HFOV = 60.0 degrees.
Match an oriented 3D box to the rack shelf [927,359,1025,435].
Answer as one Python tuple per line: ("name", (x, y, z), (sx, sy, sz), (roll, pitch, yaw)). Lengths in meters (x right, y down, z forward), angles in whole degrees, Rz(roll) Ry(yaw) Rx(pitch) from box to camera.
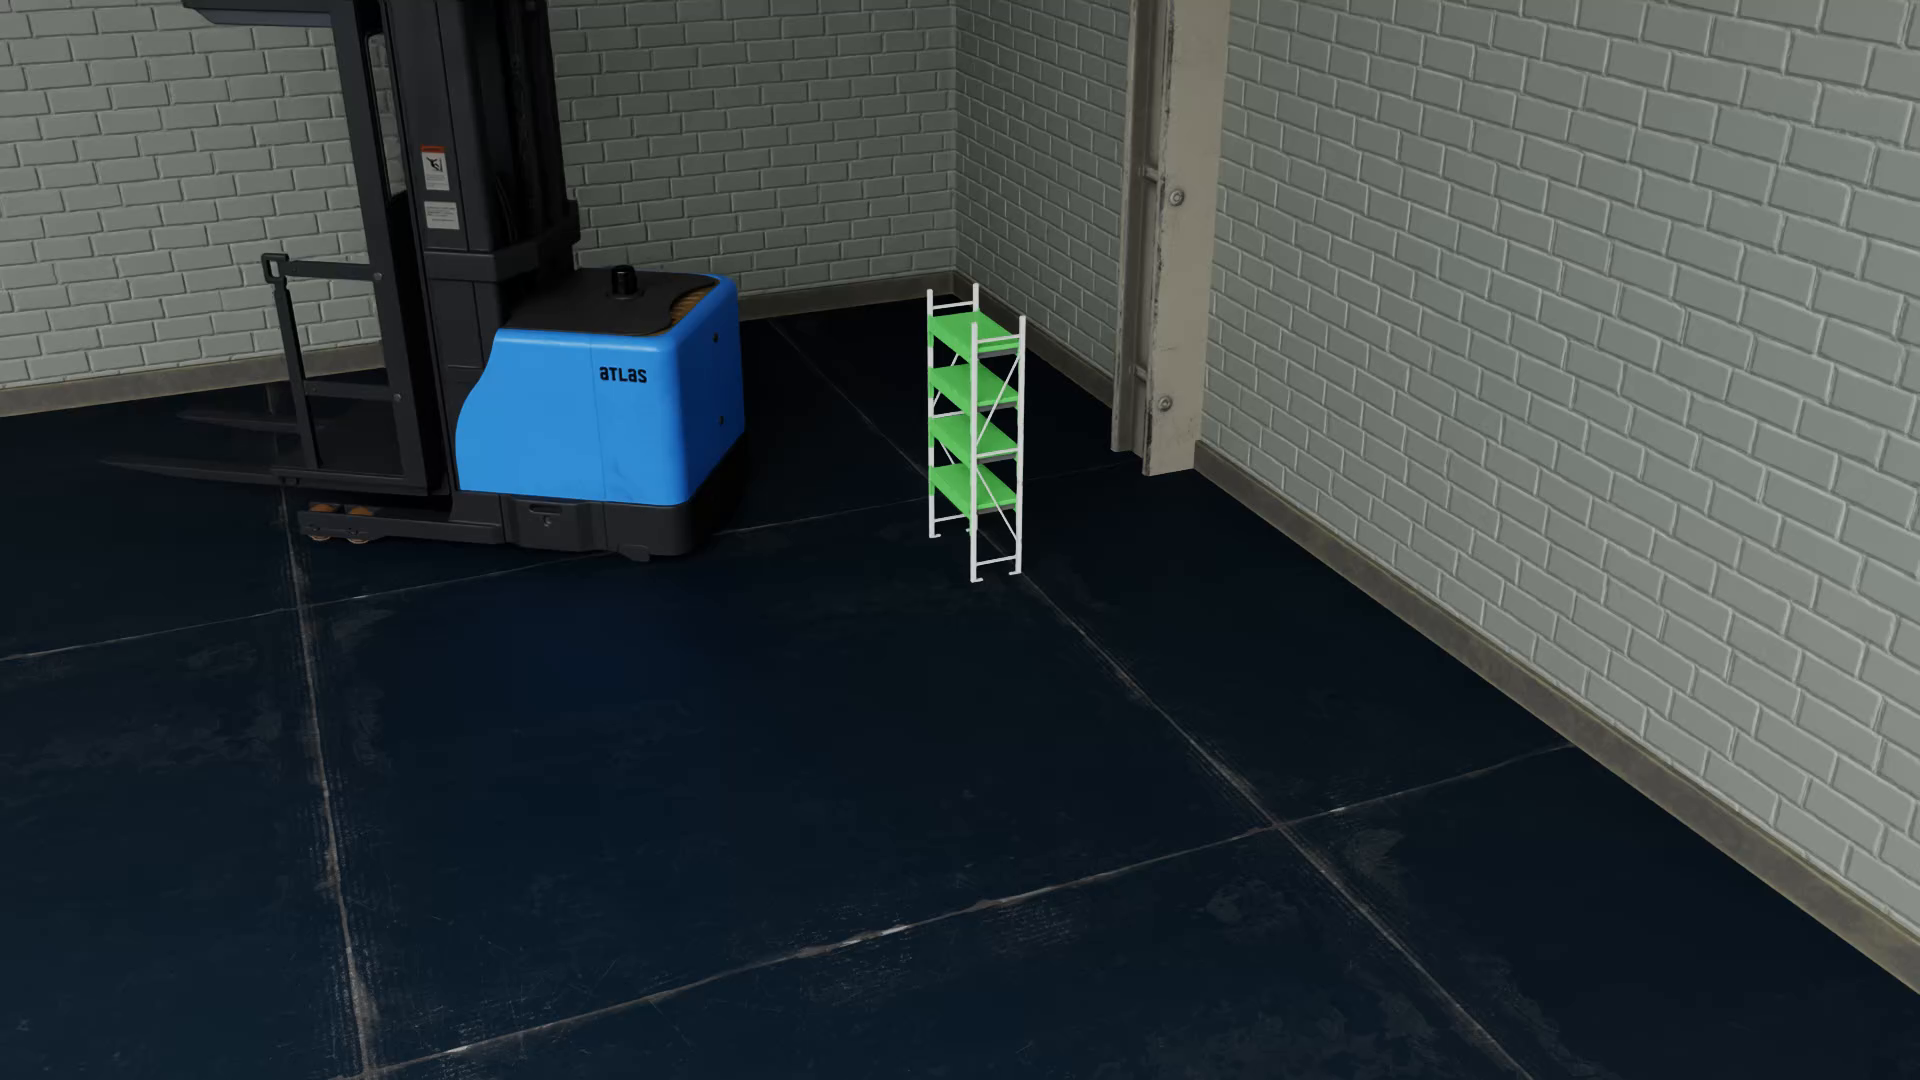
("rack shelf", (0.065, -0.631, 7.273), (0.258, 0.148, 0.480), (-11, 28, -21))

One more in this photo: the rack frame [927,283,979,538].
("rack frame", (-0.031, -0.571, 7.552), (0.240, 1.200, 0.015), (-11, 28, -21))

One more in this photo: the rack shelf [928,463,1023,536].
("rack shelf", (0.065, -0.199, 7.483), (0.258, 0.148, 0.480), (-11, 28, -21))

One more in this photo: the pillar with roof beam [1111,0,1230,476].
("pillar with roof beam", (-2.954, -3.732, 5.137), (9.100, 9.000, 0.400), (-11, 28, -21))

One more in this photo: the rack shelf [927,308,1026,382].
("rack shelf", (0.065, -0.846, 7.167), (0.258, 0.148, 0.480), (-11, 28, -21))

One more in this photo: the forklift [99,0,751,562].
("forklift", (-2.607, -1.520, 7.522), (3.031, 2.935, 1.130), (5, 26, 9))

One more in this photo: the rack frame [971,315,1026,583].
("rack frame", (0.160, -0.374, 7.148), (0.240, 1.200, 0.015), (-11, 28, -21))

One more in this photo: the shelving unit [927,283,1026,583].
("shelving unit", (0.065, -0.472, 7.350), (0.258, 1.200, 0.503), (-11, 28, -21))

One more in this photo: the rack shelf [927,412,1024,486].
("rack shelf", (0.065, -0.415, 7.378), (0.258, 0.148, 0.480), (-11, 28, -21))
